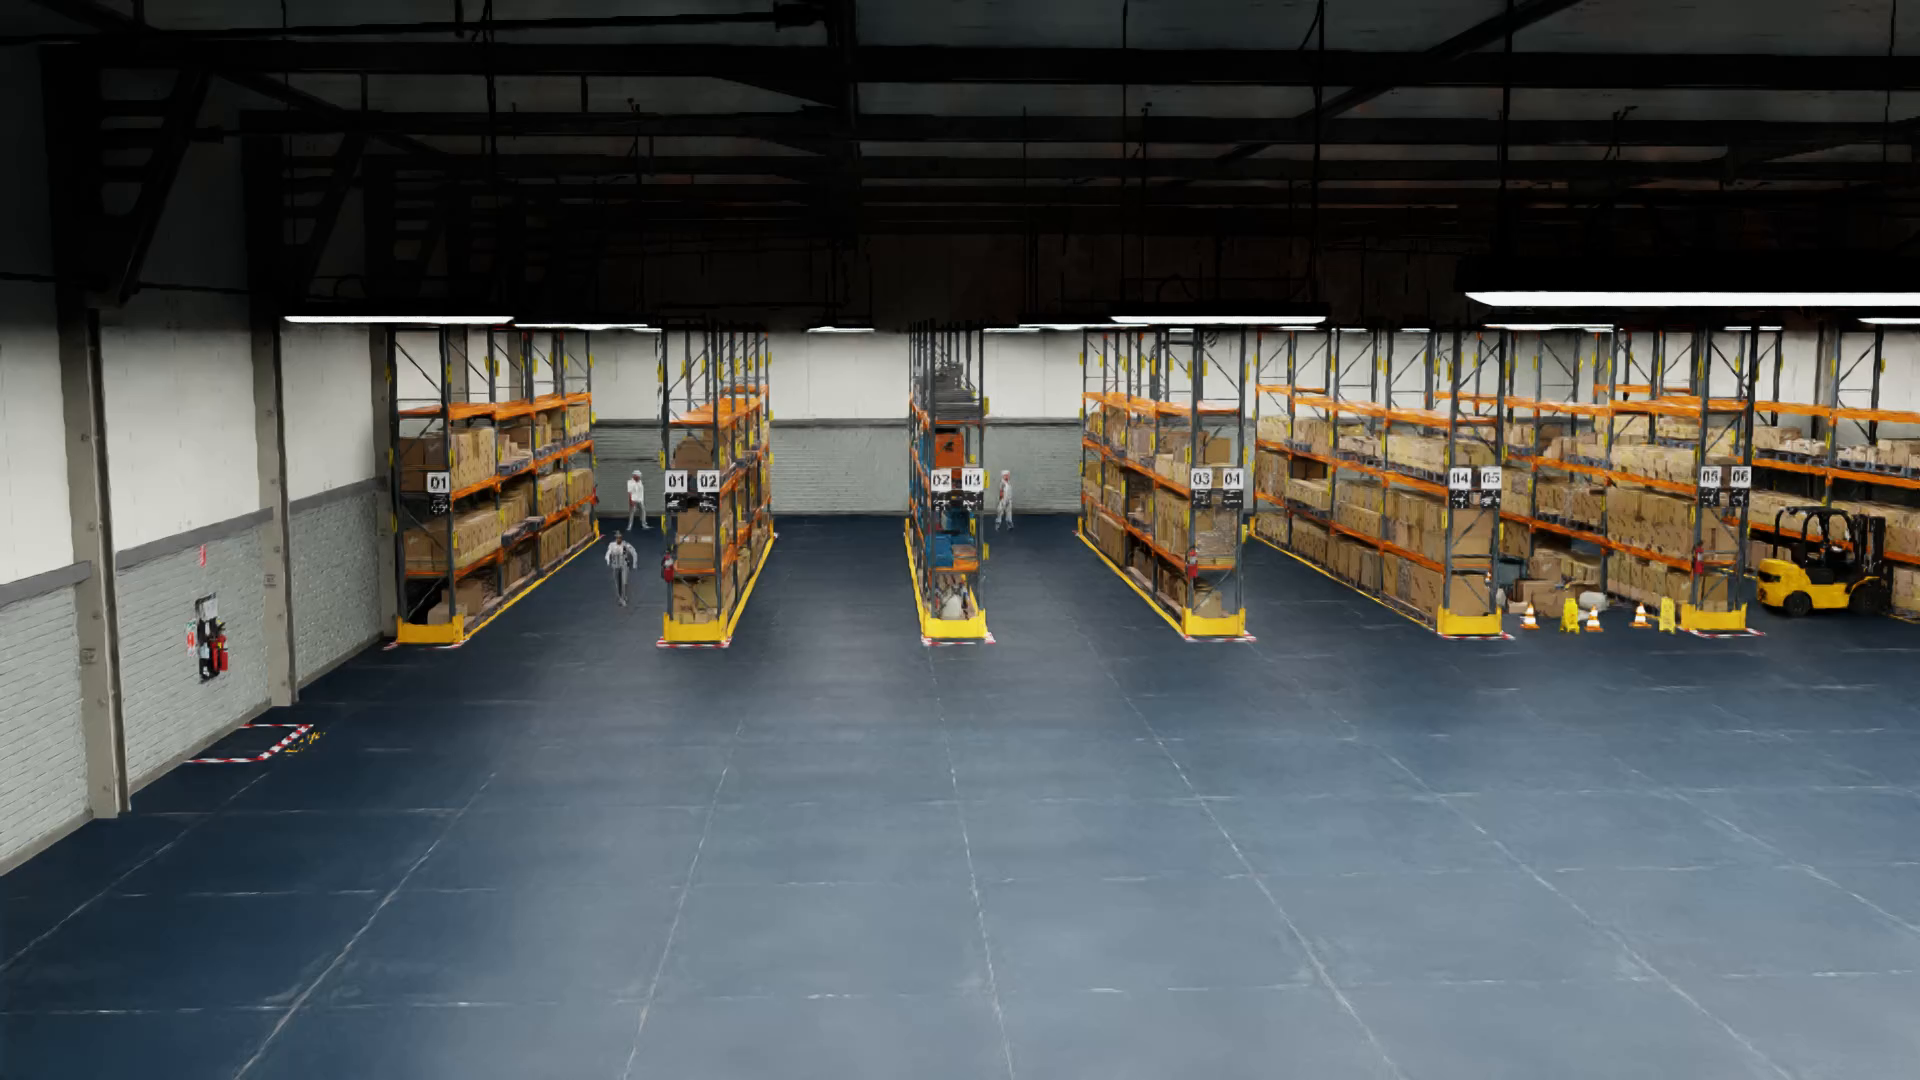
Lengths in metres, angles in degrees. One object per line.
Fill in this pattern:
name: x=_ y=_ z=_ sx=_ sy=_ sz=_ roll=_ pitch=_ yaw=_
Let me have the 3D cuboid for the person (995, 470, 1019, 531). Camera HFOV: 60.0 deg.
person: x=1.342 y=-1.174 z=48.563 sx=0.529 sy=1.784 sz=0.702 roll=4 pitch=8 yaw=30

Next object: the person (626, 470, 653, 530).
person: x=-9.447 y=-1.183 z=48.753 sx=0.534 sy=1.756 sz=0.731 roll=5 pitch=8 yaw=34

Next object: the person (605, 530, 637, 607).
person: x=-7.198 y=0.568 z=35.279 sx=0.636 sy=1.621 sz=0.814 roll=0 pitch=7 yaw=2
